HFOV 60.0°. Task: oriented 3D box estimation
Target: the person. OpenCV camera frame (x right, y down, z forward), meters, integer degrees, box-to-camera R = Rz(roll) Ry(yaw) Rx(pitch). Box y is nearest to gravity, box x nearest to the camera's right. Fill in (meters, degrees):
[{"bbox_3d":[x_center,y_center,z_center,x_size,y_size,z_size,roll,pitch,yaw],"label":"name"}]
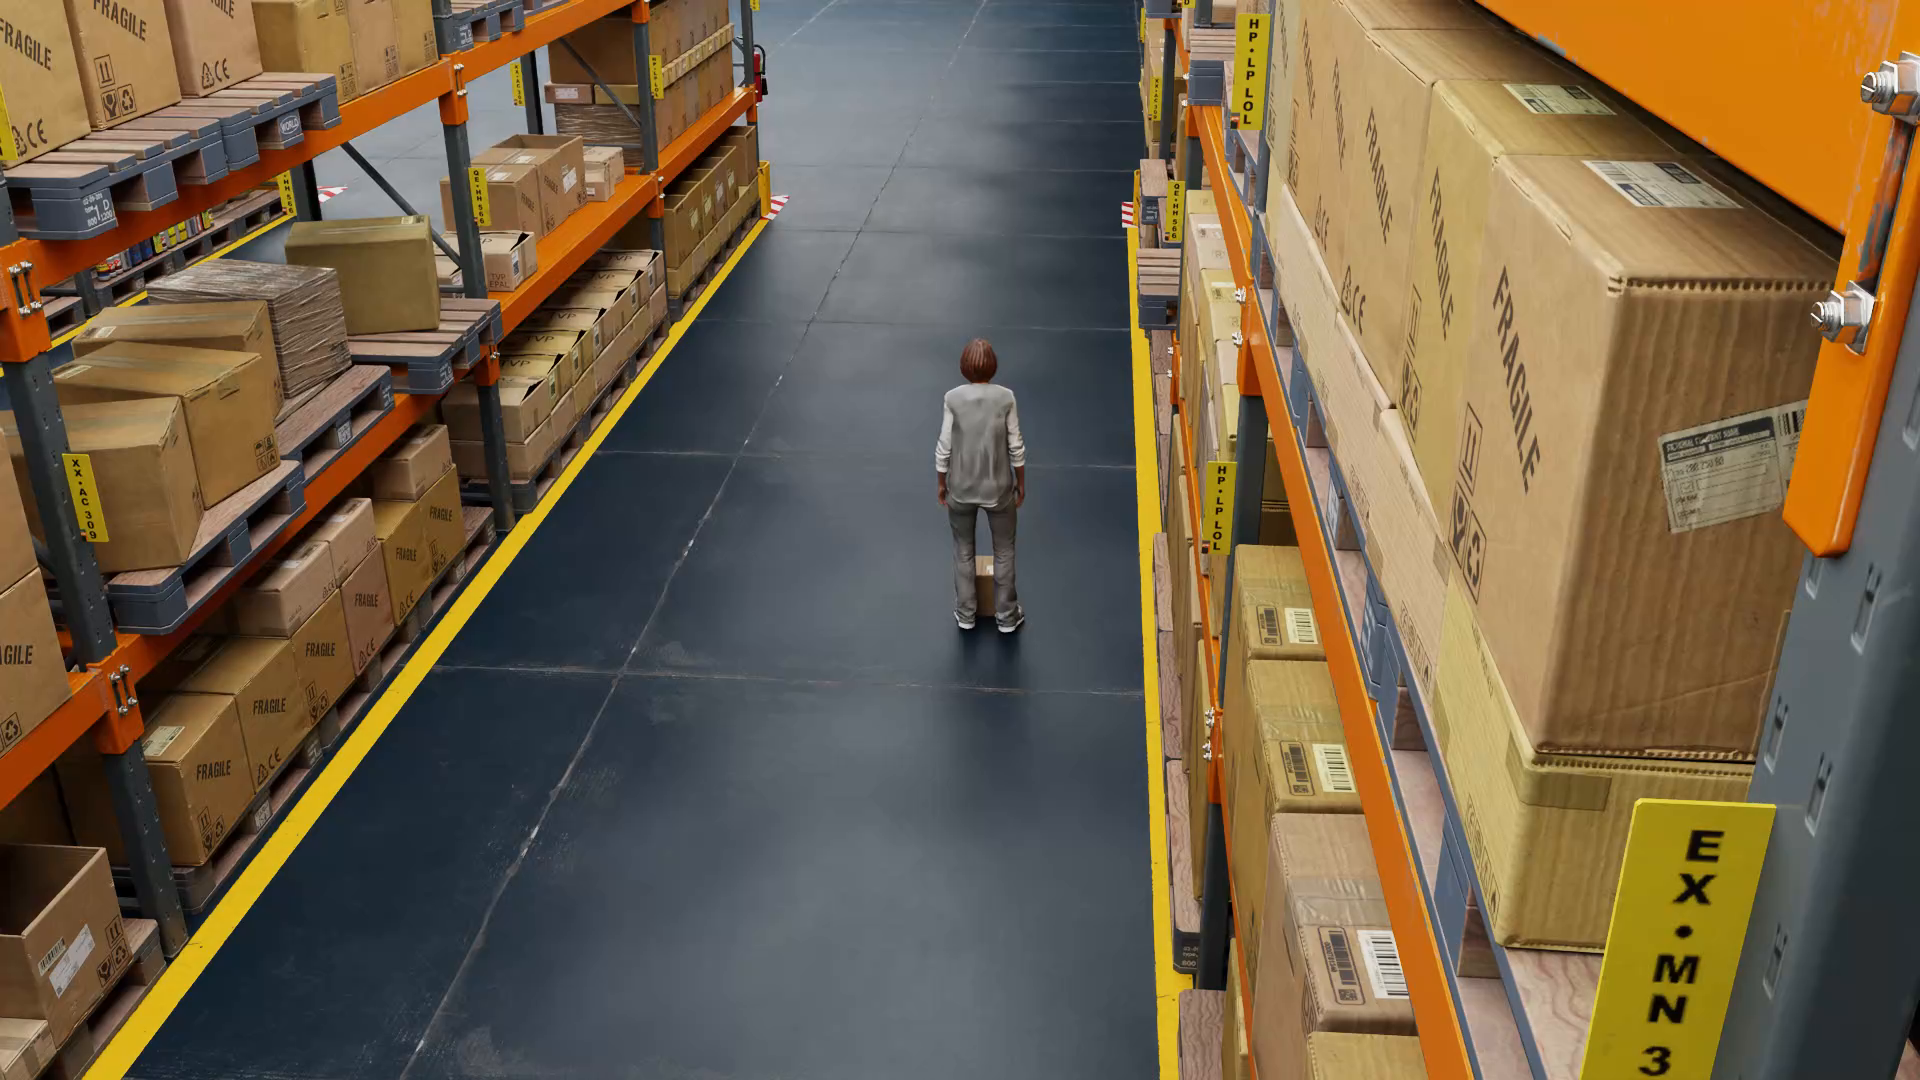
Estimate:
[{"bbox_3d":[0.112,-0.262,8.686,0.471,1.591,0.366,1,25,3],"label":"person"}]
